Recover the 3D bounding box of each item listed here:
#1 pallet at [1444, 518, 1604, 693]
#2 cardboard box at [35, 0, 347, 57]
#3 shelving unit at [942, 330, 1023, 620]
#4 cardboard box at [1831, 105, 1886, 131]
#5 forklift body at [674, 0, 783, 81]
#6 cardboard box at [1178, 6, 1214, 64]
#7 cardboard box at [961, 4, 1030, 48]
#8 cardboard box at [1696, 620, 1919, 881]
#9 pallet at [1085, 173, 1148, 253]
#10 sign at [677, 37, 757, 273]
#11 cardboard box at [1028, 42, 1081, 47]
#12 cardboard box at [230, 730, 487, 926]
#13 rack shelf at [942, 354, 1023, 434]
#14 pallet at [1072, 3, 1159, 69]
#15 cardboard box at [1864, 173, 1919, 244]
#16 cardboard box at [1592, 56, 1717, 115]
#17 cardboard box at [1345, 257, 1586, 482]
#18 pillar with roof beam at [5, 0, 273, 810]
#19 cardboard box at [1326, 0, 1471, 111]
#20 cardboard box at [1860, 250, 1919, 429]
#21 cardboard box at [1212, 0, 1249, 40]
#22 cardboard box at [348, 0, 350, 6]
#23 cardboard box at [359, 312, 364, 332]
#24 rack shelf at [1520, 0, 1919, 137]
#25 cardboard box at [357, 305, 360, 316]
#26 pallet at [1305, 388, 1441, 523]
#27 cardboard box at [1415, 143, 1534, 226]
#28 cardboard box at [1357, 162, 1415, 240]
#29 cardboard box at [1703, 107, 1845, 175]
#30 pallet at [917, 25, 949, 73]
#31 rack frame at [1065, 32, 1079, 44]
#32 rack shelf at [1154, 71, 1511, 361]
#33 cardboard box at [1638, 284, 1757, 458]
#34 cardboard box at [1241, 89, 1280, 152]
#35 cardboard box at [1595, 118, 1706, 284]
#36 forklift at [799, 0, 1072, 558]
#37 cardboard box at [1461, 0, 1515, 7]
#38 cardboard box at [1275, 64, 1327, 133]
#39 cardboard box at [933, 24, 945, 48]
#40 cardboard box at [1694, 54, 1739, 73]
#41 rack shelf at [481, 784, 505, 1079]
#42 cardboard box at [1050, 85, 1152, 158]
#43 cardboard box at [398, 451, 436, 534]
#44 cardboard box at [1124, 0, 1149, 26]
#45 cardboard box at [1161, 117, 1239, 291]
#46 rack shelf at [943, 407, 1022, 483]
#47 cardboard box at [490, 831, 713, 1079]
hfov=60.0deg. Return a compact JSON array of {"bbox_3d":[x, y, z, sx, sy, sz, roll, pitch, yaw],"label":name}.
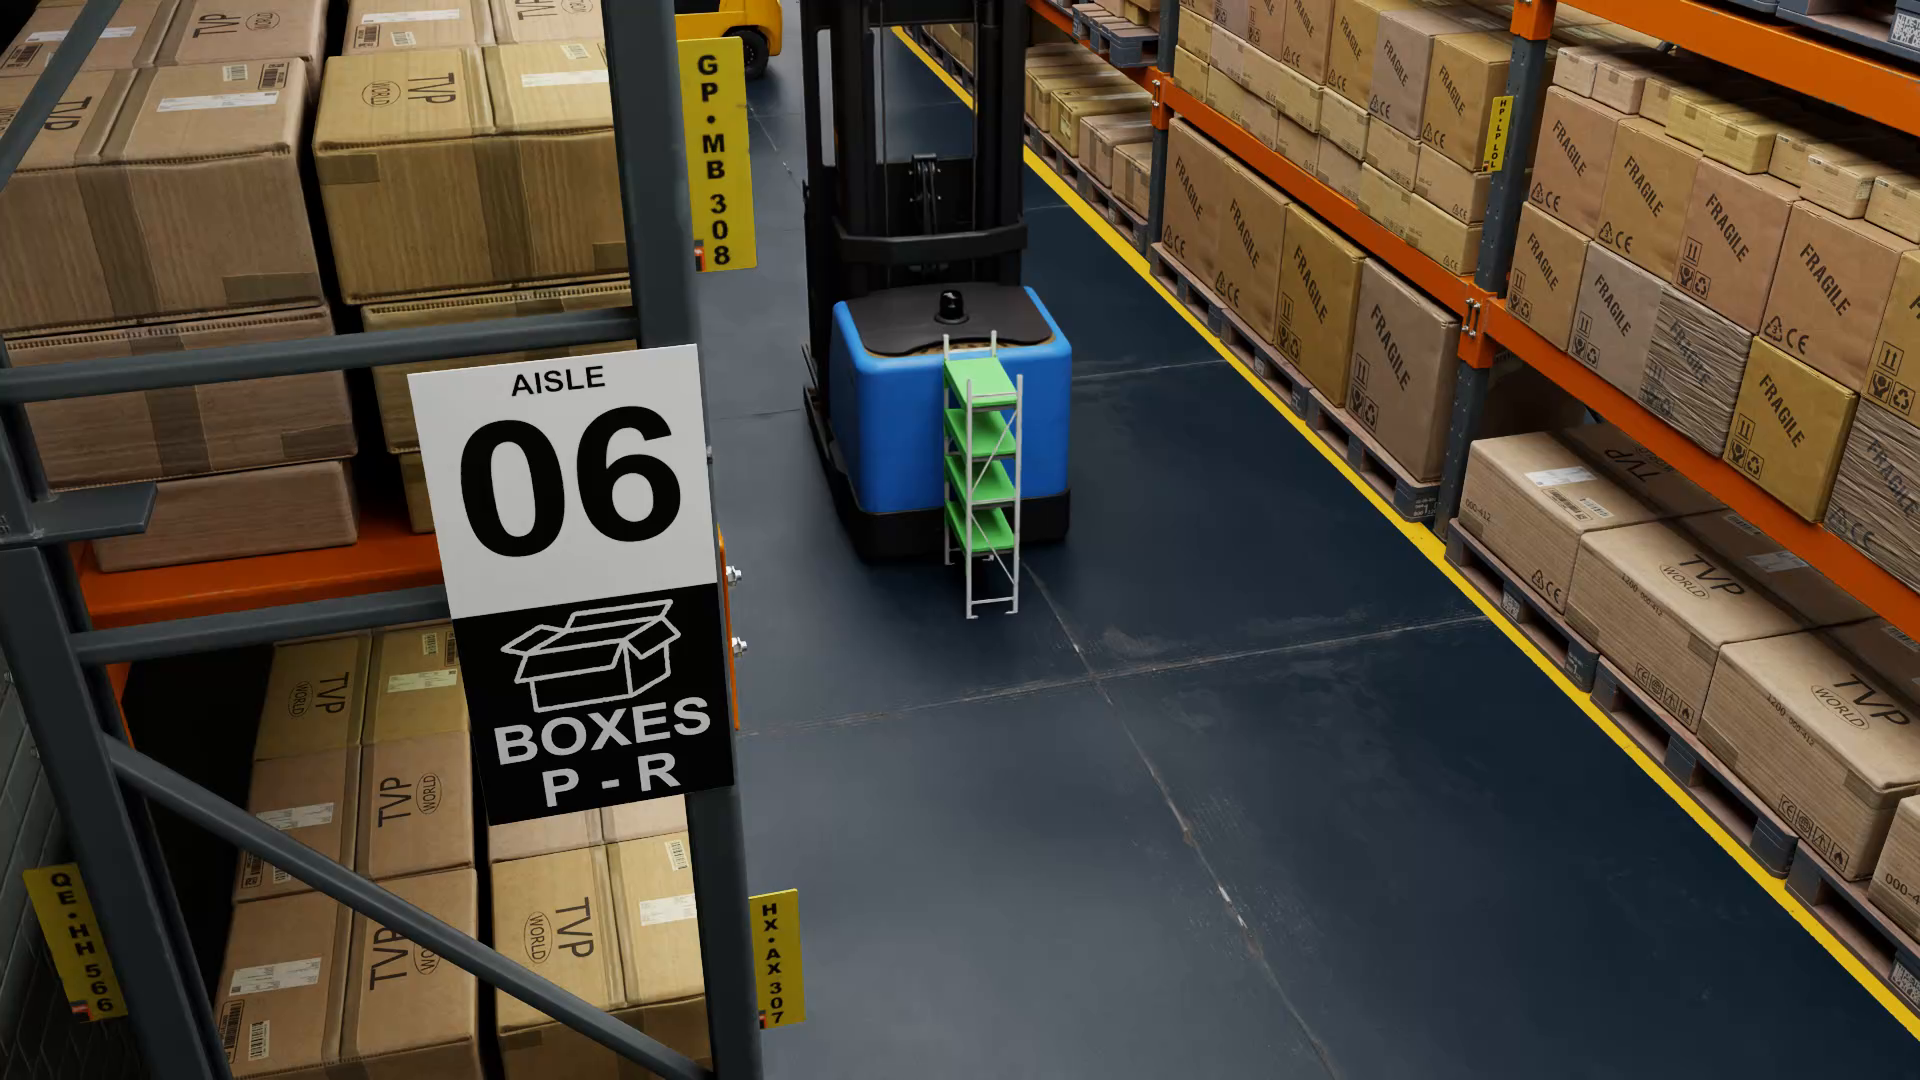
[{"bbox_3d":[2.986,0.212,7.673,1.003,0.211,1.213,-8,31,-13],"label":"pallet"},{"bbox_3d":[-1.535,-1.034,3.401,0.500,0.250,0.500,-8,31,-13],"label":"cardboard box"},{"bbox_3d":[0.096,-0.290,7.553,0.258,1.200,0.503,-6,31,-10],"label":"shelving unit"},{"bbox_3d":[3.456,-1.523,6.142,0.380,0.149,0.250,-8,31,-14],"label":"cardboard box"},{"bbox_3d":[-2.848,-5.466,15.546,2.313,2.155,1.214,-8,31,-13],"label":"forklift body"},{"bbox_3d":[1.694,-3.178,10.398,0.500,0.250,0.500,-8,31,-14],"label":"cardboard box"},{"bbox_3d":[0.320,-4.803,15.130,0.500,0.500,0.500,-8,31,-14],"label":"cardboard box"},{"bbox_3d":[3.398,0.740,6.116,0.875,0.438,0.875,-7,31,-12],"label":"cardboard box"},{"bbox_3d":[1.591,-2.475,12.316,1.003,0.211,1.213,-8,31,-13],"label":"pallet"},{"bbox_3d":[-0.341,-0.528,2.300,0.100,0.325,0.005,-8,31,-13],"label":"sign"},{"bbox_3d":[0.840,-4.549,15.441,0.500,0.250,0.500,-9,31,-16],"label":"cardboard box"},{"bbox_3d":[-1.377,0.721,3.863,0.500,0.250,0.500,-8,31,-13],"label":"cardboard box"},{"bbox_3d":[0.096,-0.650,7.345,0.258,0.148,0.480,-6,31,-10],"label":"rack shelf"},{"bbox_3d":[1.506,-3.552,11.583,1.213,0.211,1.003,-8,31,-13],"label":"pallet"},{"bbox_3d":[3.189,-1.082,5.380,0.380,0.149,0.250,-7,31,-12],"label":"cardboard box"},{"bbox_3d":[2.776,-1.821,6.656,0.380,0.149,0.250,-7,31,-13],"label":"cardboard box"},{"bbox_3d":[2.617,-0.924,8.553,0.875,0.875,0.875,-7,31,-12],"label":"cardboard box"},{"bbox_3d":[1.541,-3.424,5.182,9.100,9.000,0.400,-8,31,-13],"label":"pillar with roof beam"},{"bbox_3d":[2.238,-2.527,8.524,0.500,0.500,0.500,-7,31,-12],"label":"cardboard box"},{"bbox_3d":[3.268,-0.606,5.204,0.500,0.500,0.500,-8,31,-14],"label":"cardboard box"},{"bbox_3d":[1.834,-3.272,9.810,0.500,0.500,0.500,-8,31,-13],"label":"cardboard box"},{"bbox_3d":[-1.003,-1.094,3.505,0.500,0.250,0.500,-8,31,-14],"label":"cardboard box"},{"bbox_3d":[-1.369,-0.471,3.326,0.380,0.149,0.250,-9,31,-15],"label":"cardboard box"},{"bbox_3d":[3.390,-1.394,5.387,1.077,0.370,4.000,-8,31,-13],"label":"rack shelf"},{"bbox_3d":[-1.392,-0.565,3.091,0.500,0.250,0.500,-8,31,-13],"label":"cardboard box"},{"bbox_3d":[2.582,-0.528,8.952,1.003,0.211,1.213,-8,31,-13],"label":"pallet"},{"bbox_3d":[2.508,-1.705,7.852,0.500,0.250,0.500,-8,31,-13],"label":"cardboard box"},{"bbox_3d":[2.363,-1.737,8.406,0.500,0.250,0.500,-8,31,-14],"label":"cardboard box"},{"bbox_3d":[2.934,-1.443,6.003,0.380,0.149,0.250,-9,31,-15],"label":"cardboard box"},{"bbox_3d":[0.196,-4.940,16.573,1.003,0.211,1.213,-8,31,-13],"label":"pallet"},{"bbox_3d":[0.736,-5.236,14.303,1.000,3.000,0.127,-8,31,-13],"label":"rack frame"},{"bbox_3d":[2.328,-2.027,9.476,1.077,0.370,4.000,-8,31,-13],"label":"rack shelf"},{"bbox_3d":[2.987,-0.670,6.313,0.500,0.500,0.500,-8,31,-13],"label":"cardboard box"},{"bbox_3d":[1.972,-2.470,9.673,0.500,0.250,0.500,-7,31,-12],"label":"cardboard box"},{"bbox_3d":[2.880,-1.342,6.476,0.500,0.500,0.500,-8,31,-14],"label":"cardboard box"},{"bbox_3d":[-0.274,-1.908,8.621,1.130,2.935,3.031,-6,31,-10],"label":"forklift"},{"bbox_3d":[2.727,-2.584,8.622,0.500,0.500,0.500,-9,31,-15],"label":"cardboard box"},{"bbox_3d":[2.072,-2.440,9.121,0.500,0.250,0.500,-7,31,-12],"label":"cardboard box"},{"bbox_3d":[0.038,-4.980,16.185,0.500,0.250,0.500,-7,31,-13],"label":"cardboard box"},{"bbox_3d":[3.213,-1.881,6.760,0.380,0.149,0.250,-7,31,-12],"label":"cardboard box"},{"bbox_3d":[-1.395,0.566,4.995,1.077,0.370,4.000,-8,31,-13],"label":"rack shelf"},{"bbox_3d":[1.258,-3.346,13.240,0.950,0.372,0.625,-7,31,-12],"label":"cardboard box"},{"bbox_3d":[-0.724,-0.153,2.777,0.380,0.149,0.250,-7,31,-12],"label":"cardboard box"},{"bbox_3d":[1.343,-3.624,11.349,0.380,0.149,0.250,-7,31,-13],"label":"cardboard box"},{"bbox_3d":[1.901,-2.222,10.797,0.875,0.875,0.875,-8,31,-14],"label":"cardboard box"},{"bbox_3d":[0.096,-0.442,7.465,0.258,0.148,0.480,-6,31,-10],"label":"rack shelf"},{"bbox_3d":[-0.724,0.902,3.550,0.500,0.250,0.500,-8,31,-13],"label":"cardboard box"}]
